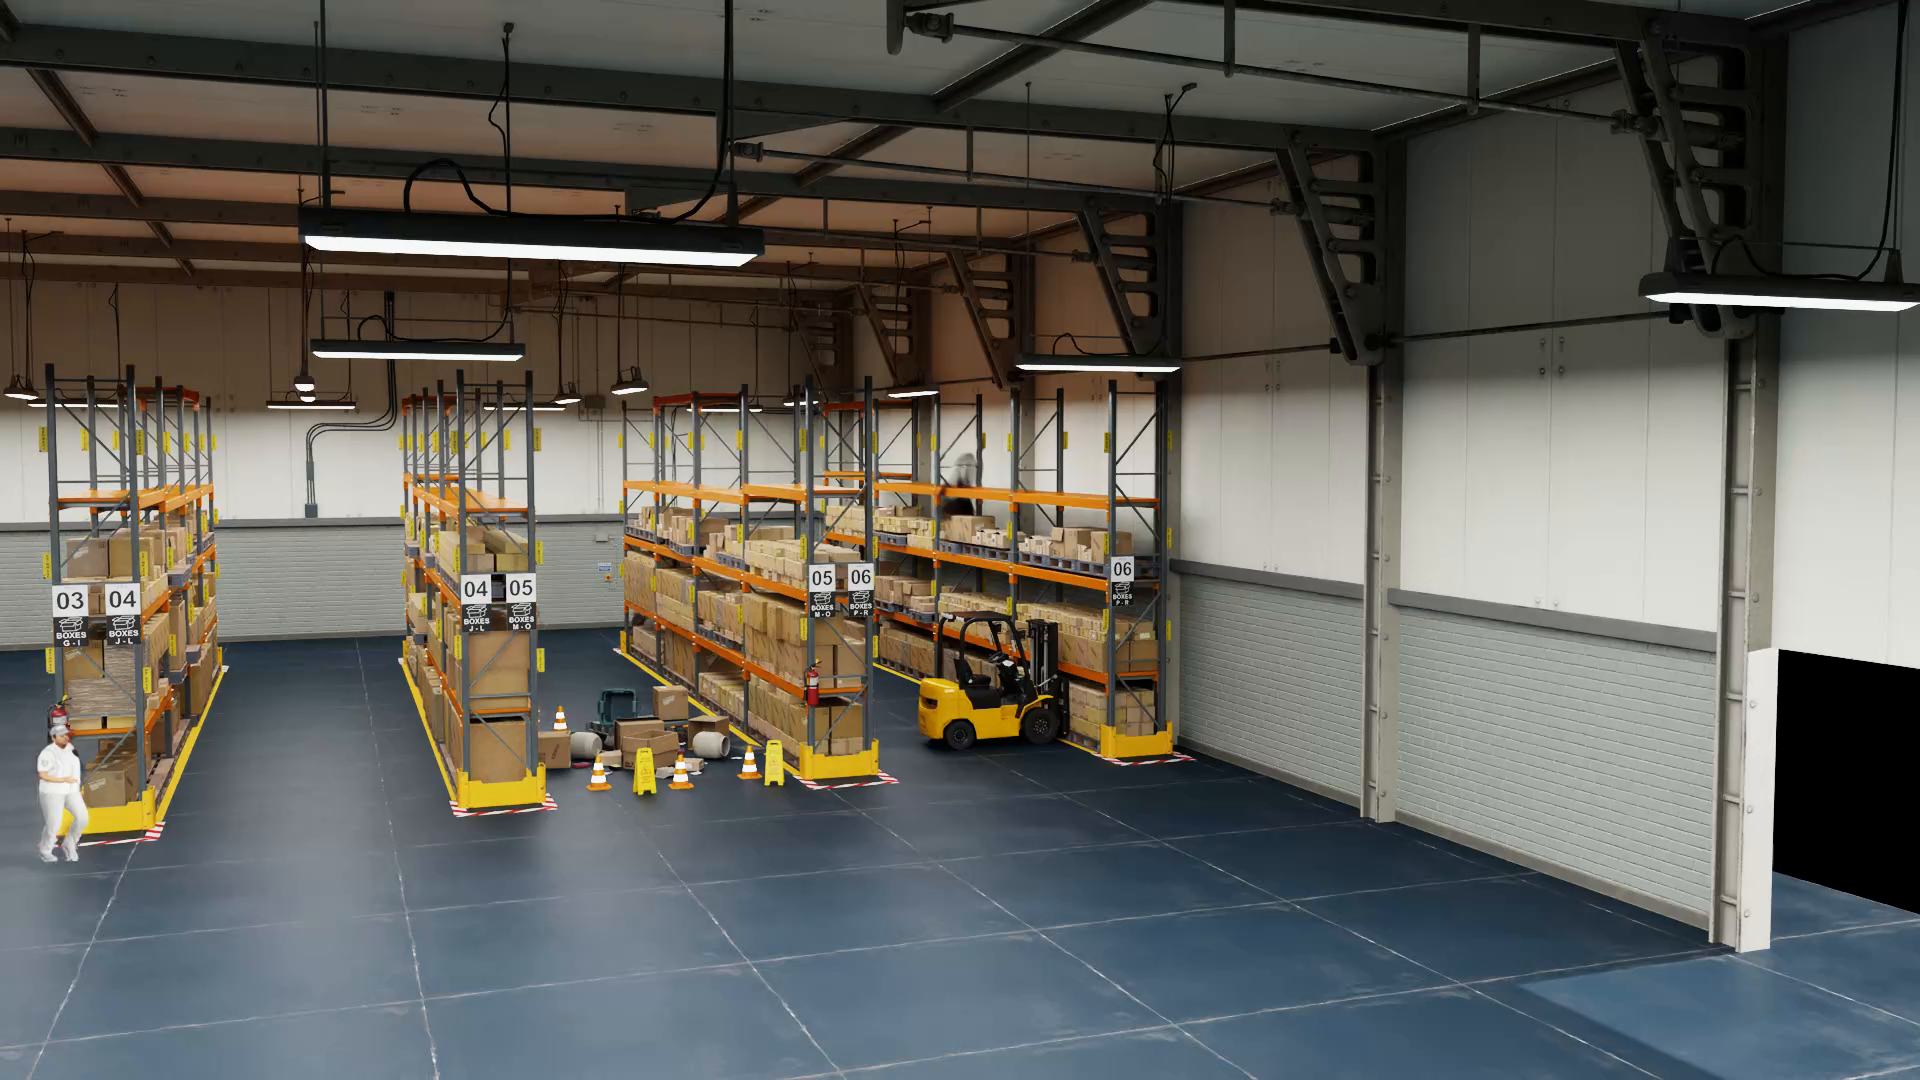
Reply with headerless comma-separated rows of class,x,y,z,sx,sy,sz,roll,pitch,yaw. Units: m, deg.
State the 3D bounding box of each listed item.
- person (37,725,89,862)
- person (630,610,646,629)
person,-10.665,3.036,19.788,0.680,1.697,0.636,1,4,23
person,-7.911,1.777,41.123,0.509,1.668,0.713,1,3,14
